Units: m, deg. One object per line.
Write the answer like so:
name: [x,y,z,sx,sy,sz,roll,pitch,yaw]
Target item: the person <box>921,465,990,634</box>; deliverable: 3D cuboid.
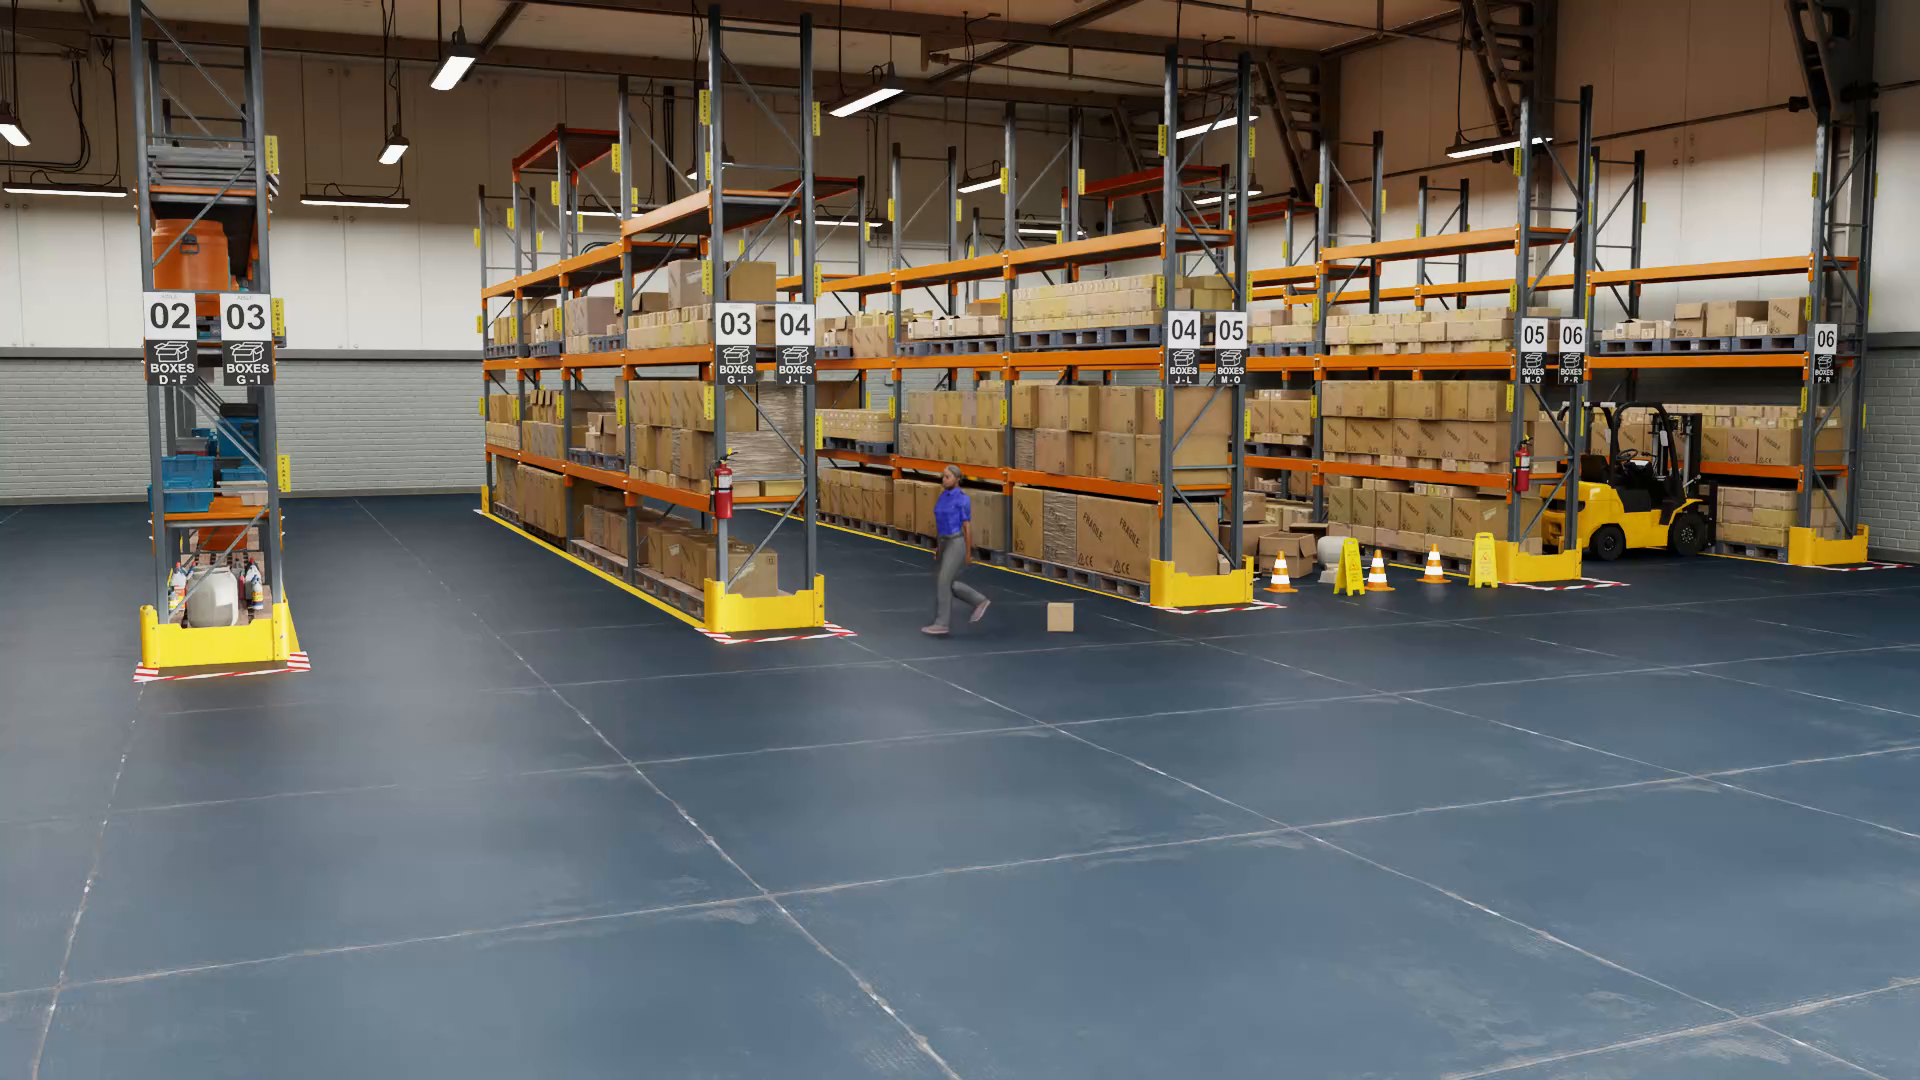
person: [-0.026,0.077,16.156,0.866,1.618,0.438,-3,6,-32]
